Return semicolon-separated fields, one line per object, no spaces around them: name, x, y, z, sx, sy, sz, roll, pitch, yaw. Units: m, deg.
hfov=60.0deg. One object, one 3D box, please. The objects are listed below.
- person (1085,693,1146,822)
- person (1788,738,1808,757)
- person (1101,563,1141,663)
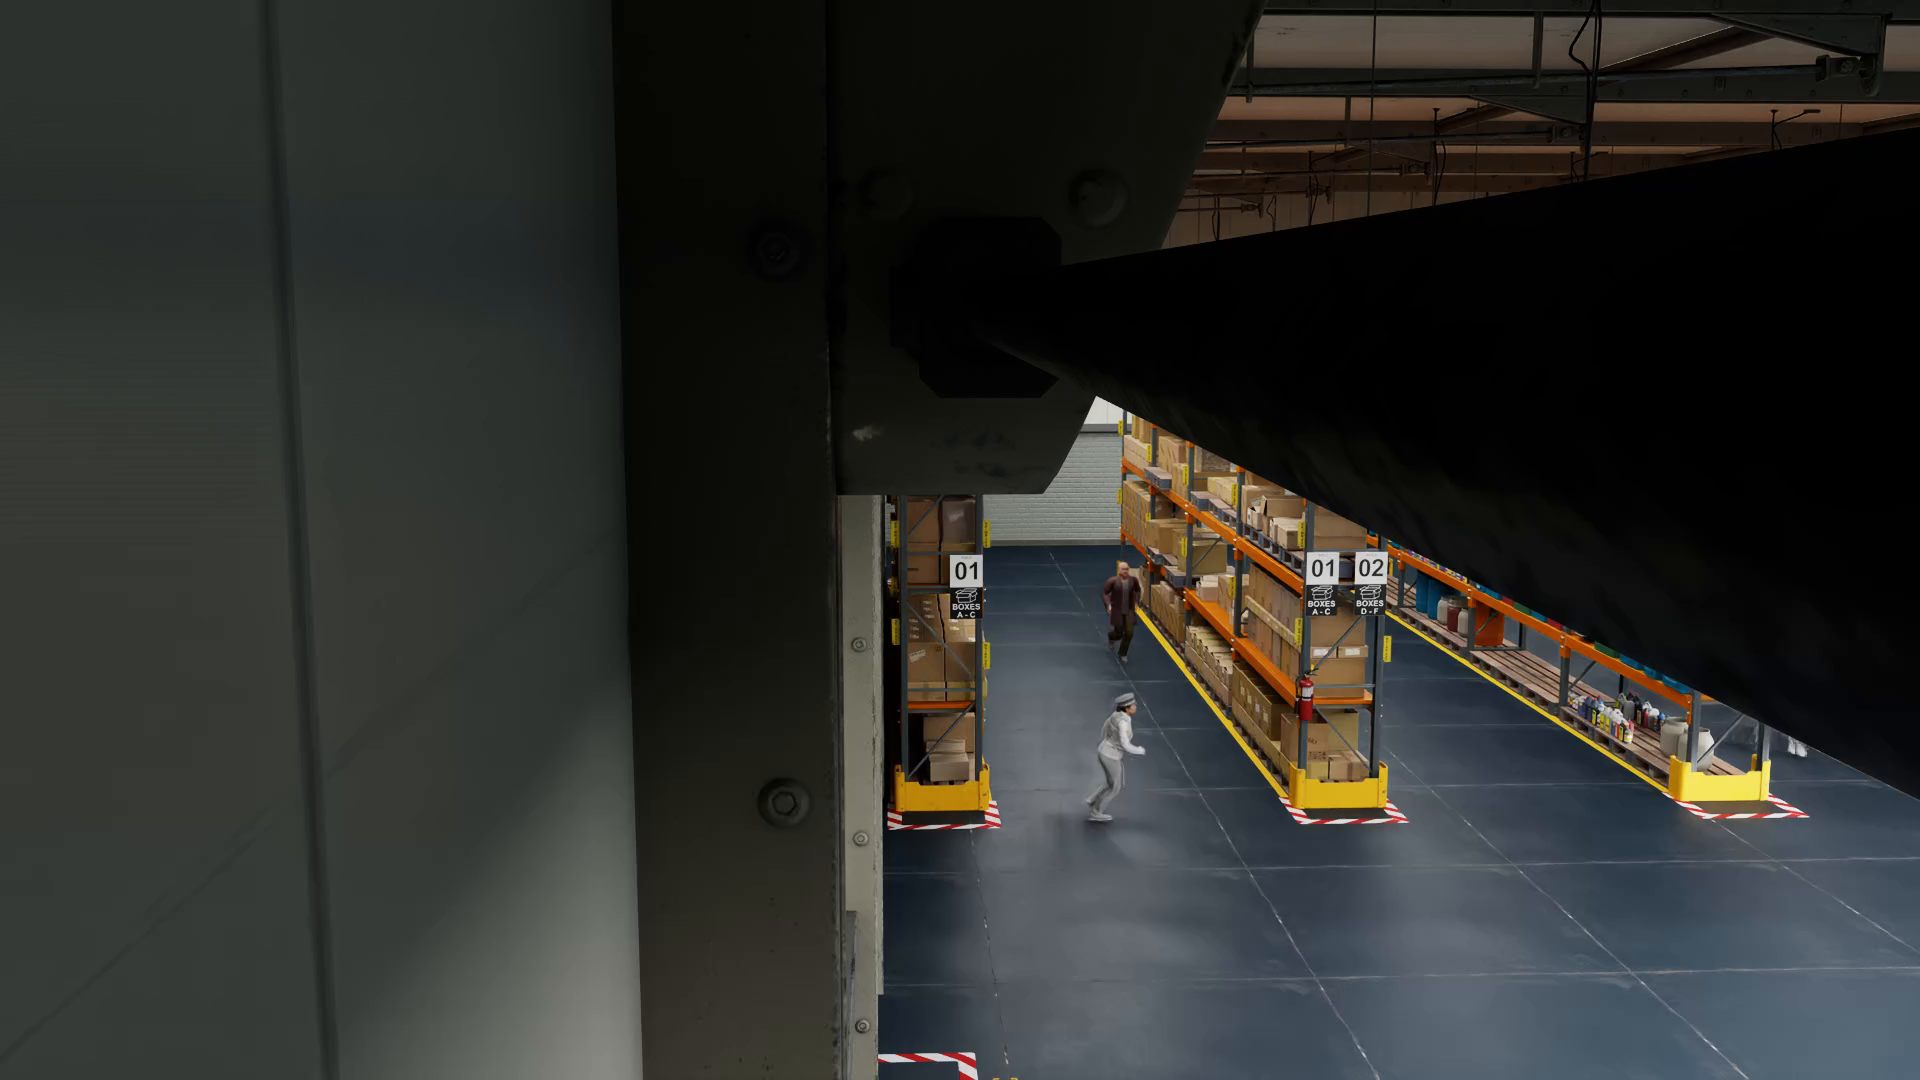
person;1.887;2.609;20.040;0.706;1.582;0.586;0;8;-3
person;11.728;2.245;22.660;0.553;1.522;0.875;-4;9;-26
person;2.810;1.234;28.954;0.728;1.732;0.721;-2;9;-14
